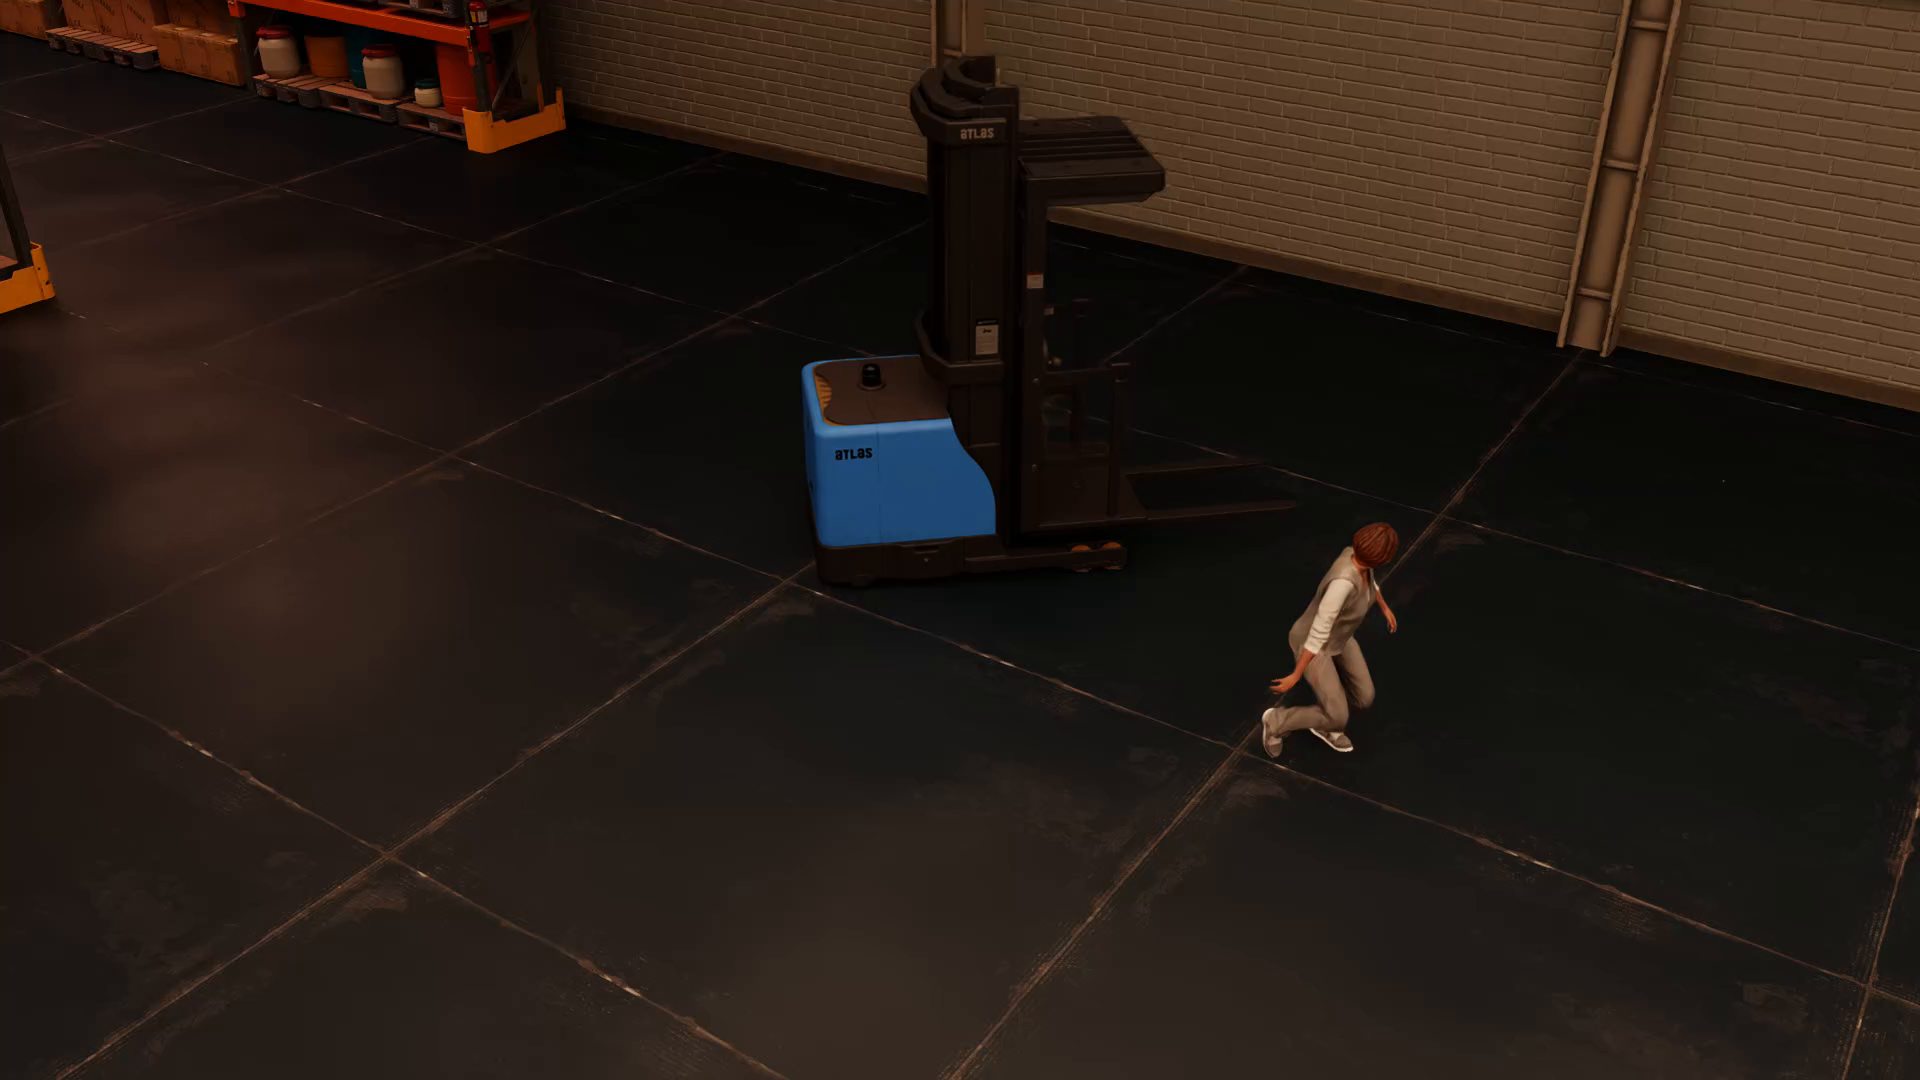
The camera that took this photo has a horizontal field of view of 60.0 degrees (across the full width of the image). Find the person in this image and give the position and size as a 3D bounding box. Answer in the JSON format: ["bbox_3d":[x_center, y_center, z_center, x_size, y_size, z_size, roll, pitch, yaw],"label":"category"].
[{"bbox_3d":[1.800,0.526,8.211,0.486,1.411,0.813,23,37,34],"label":"person"}]

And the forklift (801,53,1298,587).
[{"bbox_3d":[0.575,-1.326,9.865,3.031,2.935,1.130,-5,30,-8],"label":"forklift"}]
